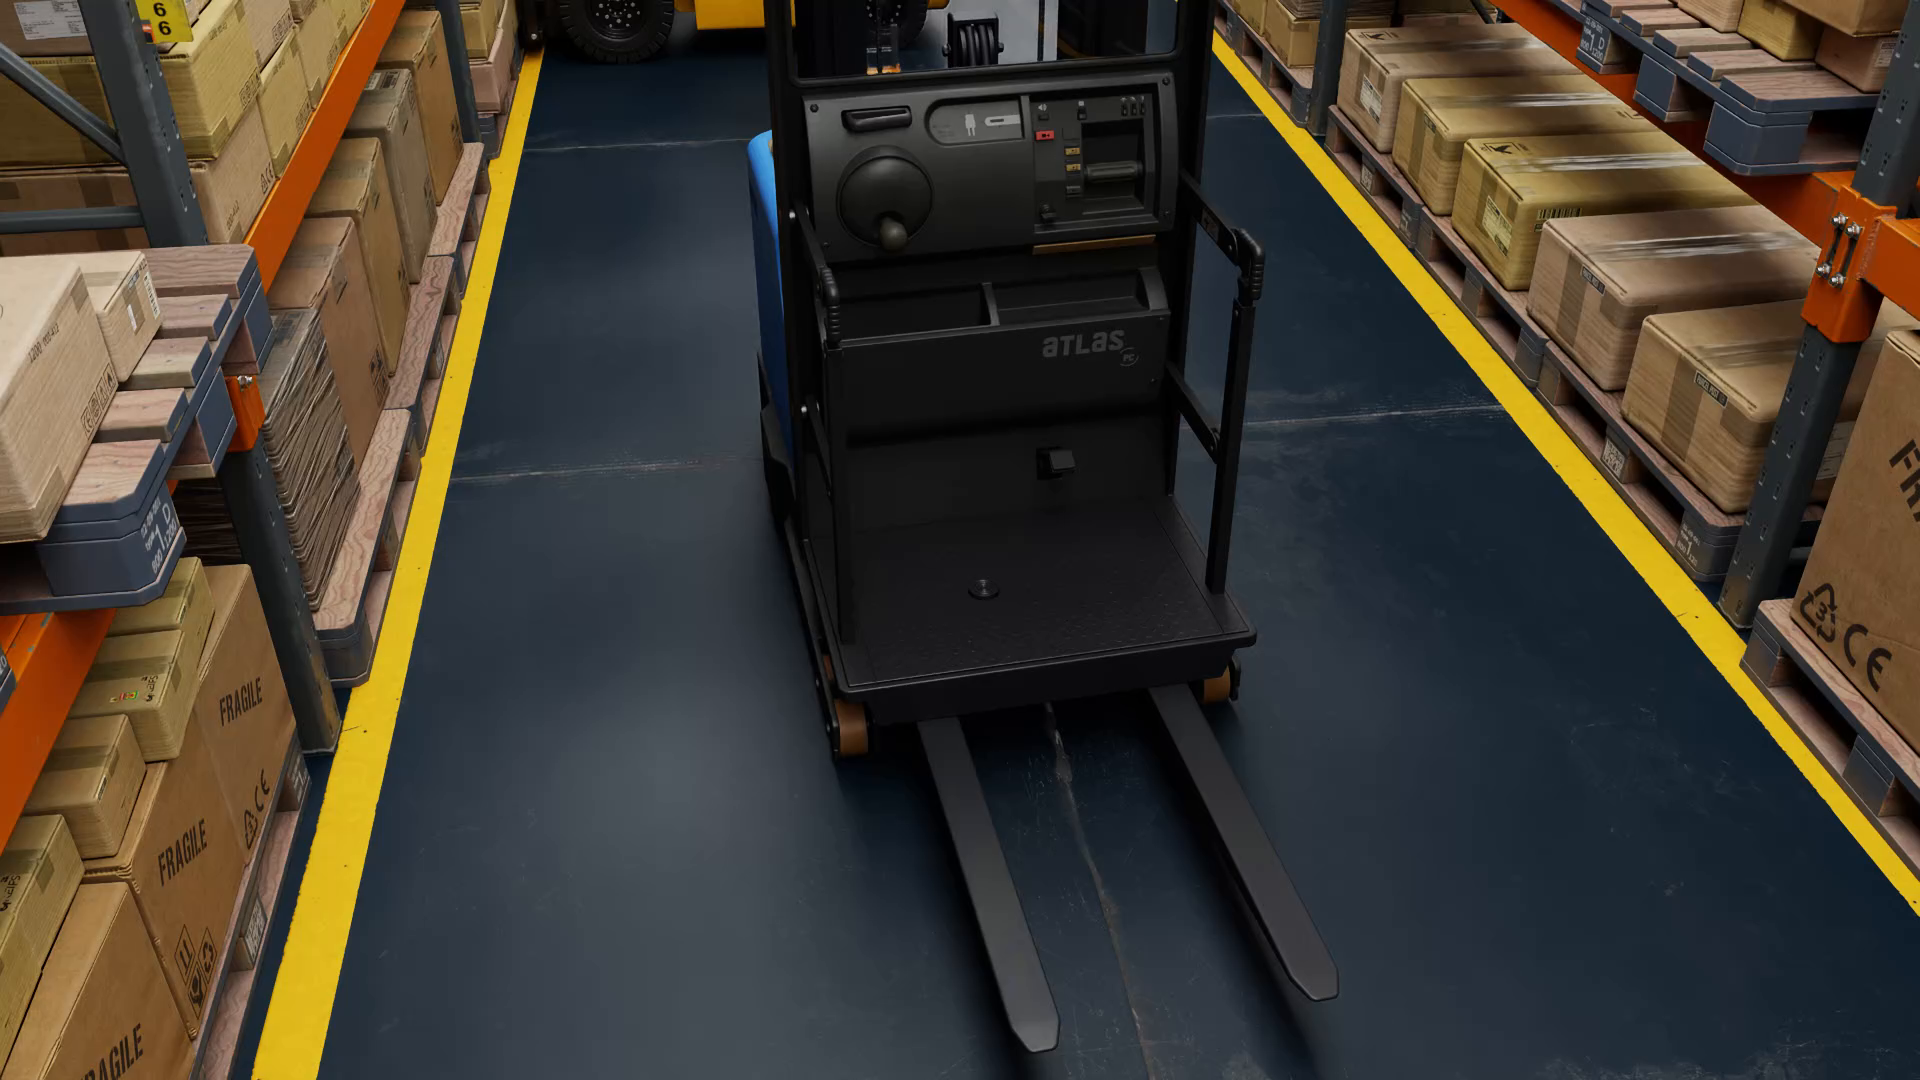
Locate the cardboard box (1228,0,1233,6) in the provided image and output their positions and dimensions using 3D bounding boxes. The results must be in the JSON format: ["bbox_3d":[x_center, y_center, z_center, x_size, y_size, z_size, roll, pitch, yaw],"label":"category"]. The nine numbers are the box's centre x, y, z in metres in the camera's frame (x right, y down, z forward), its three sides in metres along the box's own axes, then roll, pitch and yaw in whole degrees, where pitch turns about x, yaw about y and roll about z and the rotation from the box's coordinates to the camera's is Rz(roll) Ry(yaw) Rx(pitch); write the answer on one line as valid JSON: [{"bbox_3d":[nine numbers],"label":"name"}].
[{"bbox_3d":[1.726,-3.203,9.355,0.500,0.250,0.500,-4,34,-6],"label":"cardboard box"}]

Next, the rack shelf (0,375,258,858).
[{"bbox_3d":[-1.894,0.748,2.128,1.077,0.370,4.000,-4,35,-6],"label":"rack shelf"}]

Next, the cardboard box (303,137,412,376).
[{"bbox_3d":[-2.419,-0.947,5.711,0.875,0.625,0.625,-6,35,-8],"label":"cardboard box"}]

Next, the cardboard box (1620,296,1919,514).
[{"bbox_3d":[2.689,-0.447,5.203,0.950,0.372,0.625,-7,35,-10],"label":"cardboard box"}]

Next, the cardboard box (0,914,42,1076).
[{"bbox_3d":[-1.761,0.772,2.724,0.380,0.149,0.250,-5,35,-7],"label":"cardboard box"}]

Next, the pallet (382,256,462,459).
[{"bbox_3d":[-2.395,-0.655,6.023,1.003,0.211,1.213,-4,35,-6],"label":"pallet"}]

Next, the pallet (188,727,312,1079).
[{"bbox_3d":[-2.100,0.906,3.733,1.003,0.211,1.213,-4,35,-6],"label":"pallet"}]

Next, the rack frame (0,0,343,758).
[{"bbox_3d":[-2.163,-0.665,3.563,1.000,3.000,0.127,-4,35,-6],"label":"rack frame"}]

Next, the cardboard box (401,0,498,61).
[{"bbox_3d":[-2.460,-2.435,7.784,0.500,0.250,0.500,-5,35,-7],"label":"cardboard box"}]

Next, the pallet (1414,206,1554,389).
[{"bbox_3d":[2.491,-1.007,6.540,1.003,0.211,1.213,-4,35,-6],"label":"pallet"}]

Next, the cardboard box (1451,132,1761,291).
[{"bbox_3d":[2.486,-1.282,6.428,0.950,0.372,0.625,-3,34,-5],"label":"cardboard box"}]

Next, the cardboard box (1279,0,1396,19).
[{"bbox_3d":[1.872,-2.933,8.293,0.500,0.500,0.500,-5,35,-7],"label":"cardboard box"}]

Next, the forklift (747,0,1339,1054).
[{"bbox_3d":[0.135,-0.869,3.923,1.130,2.935,3.031,-7,35,-10],"label":"forklift"}]

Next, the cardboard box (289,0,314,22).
[{"bbox_3d":[-2.099,-1.649,4.696,0.500,0.250,0.500,-5,35,-8],"label":"cardboard box"}]

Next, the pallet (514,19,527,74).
[{"bbox_3d":[-2.933,-2.875,9.281,1.003,0.211,1.213,-4,35,-6],"label":"pallet"}]

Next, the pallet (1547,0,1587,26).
[{"bbox_3d":[2.449,-2.066,5.788,1.003,0.211,1.213,-4,35,-6],"label":"pallet"}]

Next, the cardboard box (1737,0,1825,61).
[{"bbox_3d":[2.371,-1.422,4.524,0.380,0.149,0.250,-4,34,-6],"label":"cardboard box"}]

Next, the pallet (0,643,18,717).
[{"bbox_3d":[-1.896,0.499,2.025,1.003,0.211,1.213,-4,35,-6],"label":"pallet"}]

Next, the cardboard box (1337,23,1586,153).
[{"bbox_3d":[2.291,-2.071,7.586,0.950,0.372,0.625,-4,34,-6],"label":"cardboard box"}]

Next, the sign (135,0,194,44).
[{"bbox_3d":[-1.626,-1.158,3.327,0.100,0.325,0.005,-4,35,-6],"label":"sign"}]

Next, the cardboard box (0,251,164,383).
[{"bbox_3d":[-1.694,-0.398,3.020,0.380,0.149,0.250,-4,34,-5],"label":"cardboard box"}]

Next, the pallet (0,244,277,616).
[{"bbox_3d":[-2.002,-0.213,3.070,1.213,0.211,1.003,-4,35,-6],"label":"pallet"}]

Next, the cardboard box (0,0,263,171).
[{"bbox_3d":[-1.955,-1.078,3.858,0.500,0.250,0.500,-4,35,-6],"label":"cardboard box"}]

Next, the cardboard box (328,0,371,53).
[{"bbox_3d":[-2.187,-1.727,5.254,0.500,0.250,0.500,-3,34,-5],"label":"cardboard box"}]

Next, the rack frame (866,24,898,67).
[{"bbox_3d":[-0.335,-1.264,6.040,0.240,1.200,0.015,-7,35,-10],"label":"rack frame"}]

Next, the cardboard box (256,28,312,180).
[{"bbox_3d":[-2.043,-1.151,4.408,0.500,0.250,0.500,-5,35,-7],"label":"cardboard box"}]

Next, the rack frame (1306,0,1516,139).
[{"bbox_3d":[2.218,-3.276,7.393,1.000,3.000,0.127,-4,35,-6],"label":"rack frame"}]

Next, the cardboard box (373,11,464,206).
[{"bbox_3d":[-2.619,-1.800,6.963,0.875,0.625,0.625,-3,34,-4],"label":"cardboard box"}]

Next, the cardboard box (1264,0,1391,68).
[{"bbox_3d":[1.872,-2.622,8.503,0.500,0.250,0.500,-3,34,-4],"label":"cardboard box"}]

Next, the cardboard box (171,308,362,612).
[{"bbox_3d":[-2.233,-0.207,4.626,0.875,0.625,0.625,-3,34,-5],"label":"cardboard box"}]

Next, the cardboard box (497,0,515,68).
[{"bbox_3d":[-2.521,-2.512,8.341,0.500,0.250,0.500,-5,35,-7],"label":"cardboard box"}]

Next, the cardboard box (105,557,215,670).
[{"bbox_3d":[-1.845,0.182,3.590,0.380,0.149,0.250,-6,35,-9],"label":"cardboard box"}]

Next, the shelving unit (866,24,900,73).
[{"bbox_3d":[-0.282,-1.130,5.843,0.258,1.200,0.503,-7,35,-10],"label":"shelving unit"}]

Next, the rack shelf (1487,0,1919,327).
[{"bbox_3d":[2.487,-1.862,5.958,1.077,0.370,4.000,-4,35,-6],"label":"rack shelf"}]

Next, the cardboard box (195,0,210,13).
[{"bbox_3d":[-1.951,-1.324,3.864,0.380,0.149,0.250,-4,34,-5],"label":"cardboard box"}]

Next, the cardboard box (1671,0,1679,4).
[{"bbox_3d":[2.266,-1.701,4.932,0.380,0.149,0.250,-6,35,-9],"label":"cardboard box"}]

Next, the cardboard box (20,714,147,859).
[{"bbox_3d":[-1.786,0.483,3.149,0.380,0.149,0.250,-5,35,-8],"label":"cardboard box"}]

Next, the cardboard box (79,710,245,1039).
[{"bbox_3d":[-1.836,0.694,3.415,0.500,0.500,0.500,-5,35,-7],"label":"cardboard box"}]

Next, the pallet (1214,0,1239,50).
[{"bbox_3d":[1.925,-3.178,9.725,1.003,0.211,1.213,-4,35,-6],"label":"pallet"}]

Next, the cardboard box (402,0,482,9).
[{"bbox_3d":[-2.455,-2.642,7.644,0.500,0.250,0.500,-5,35,-7],"label":"cardboard box"}]
